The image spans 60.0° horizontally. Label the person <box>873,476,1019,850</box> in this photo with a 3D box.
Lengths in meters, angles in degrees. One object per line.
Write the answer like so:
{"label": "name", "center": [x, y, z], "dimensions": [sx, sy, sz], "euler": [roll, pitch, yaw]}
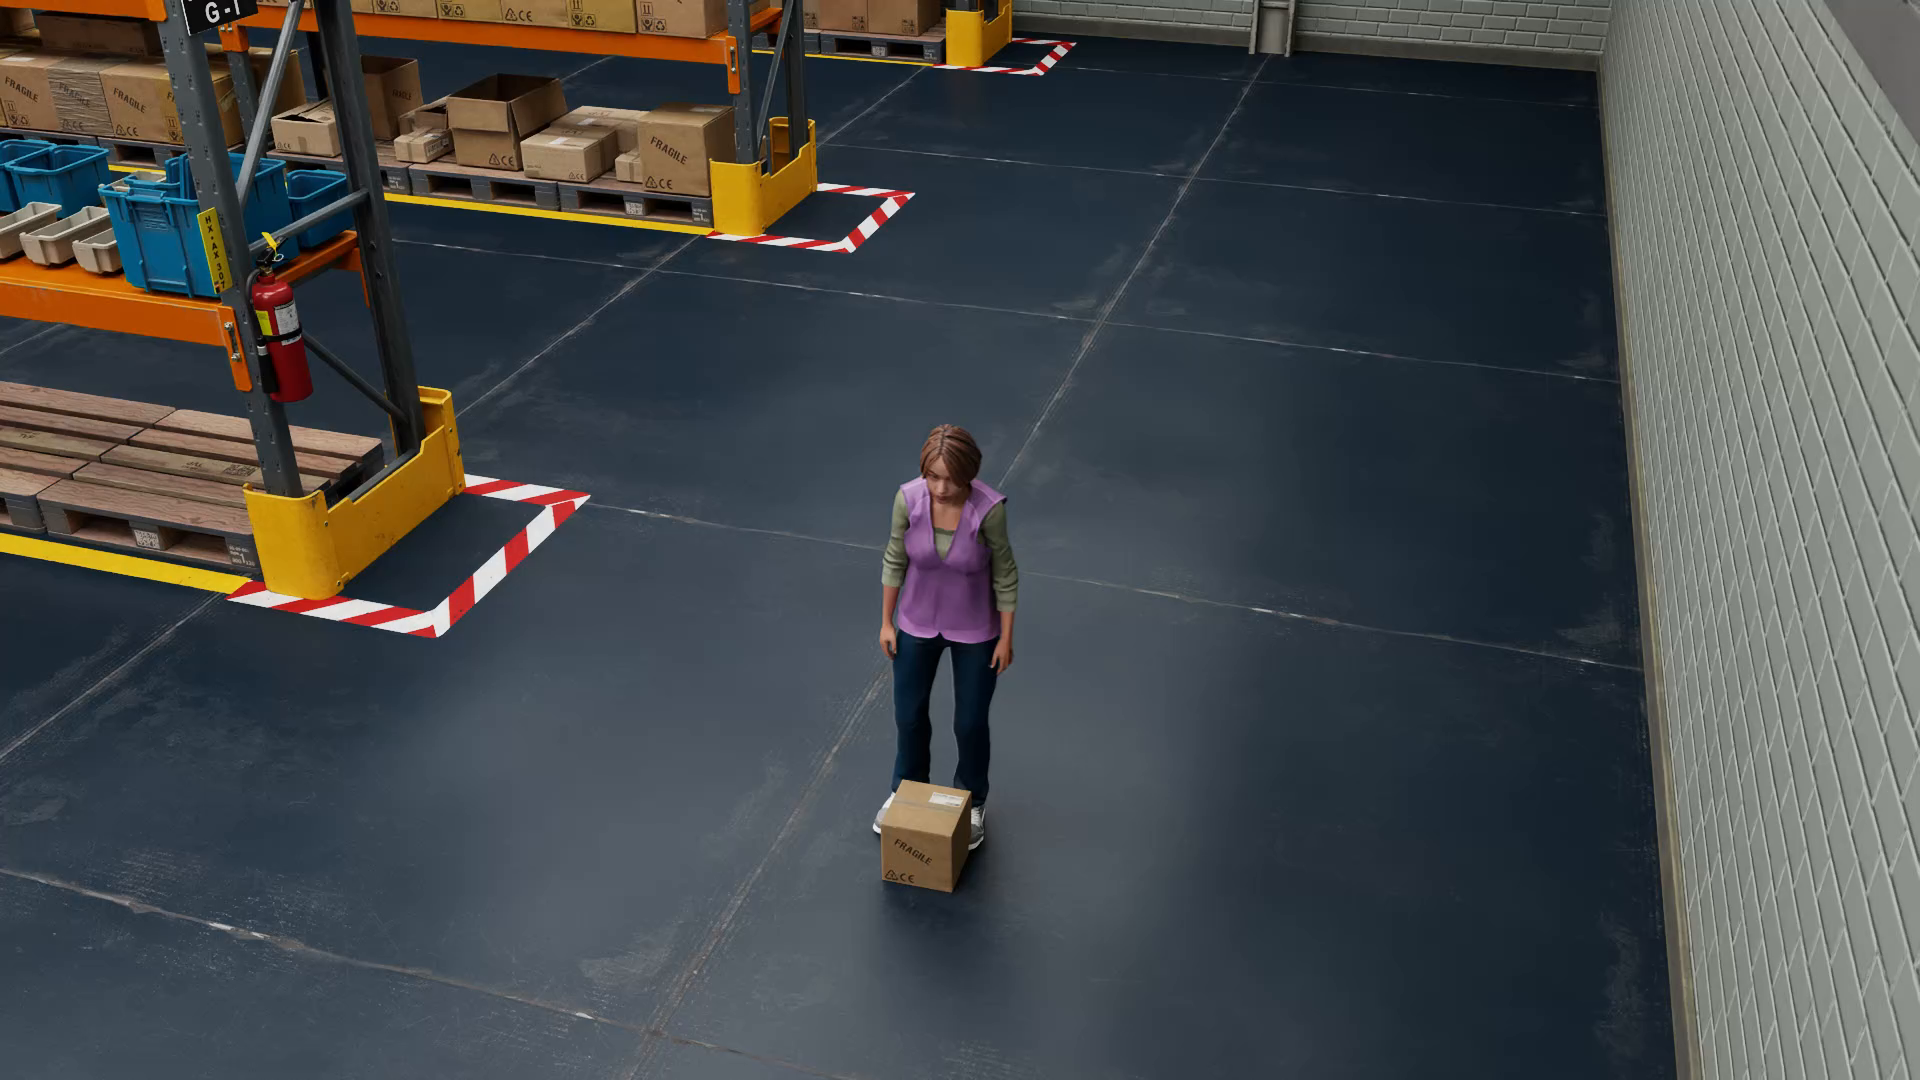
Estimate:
{"label": "person", "center": [-0.046, 0.401, 5.636], "dimensions": [0.483, 1.392, 0.346], "euler": [7, 30, 12]}
